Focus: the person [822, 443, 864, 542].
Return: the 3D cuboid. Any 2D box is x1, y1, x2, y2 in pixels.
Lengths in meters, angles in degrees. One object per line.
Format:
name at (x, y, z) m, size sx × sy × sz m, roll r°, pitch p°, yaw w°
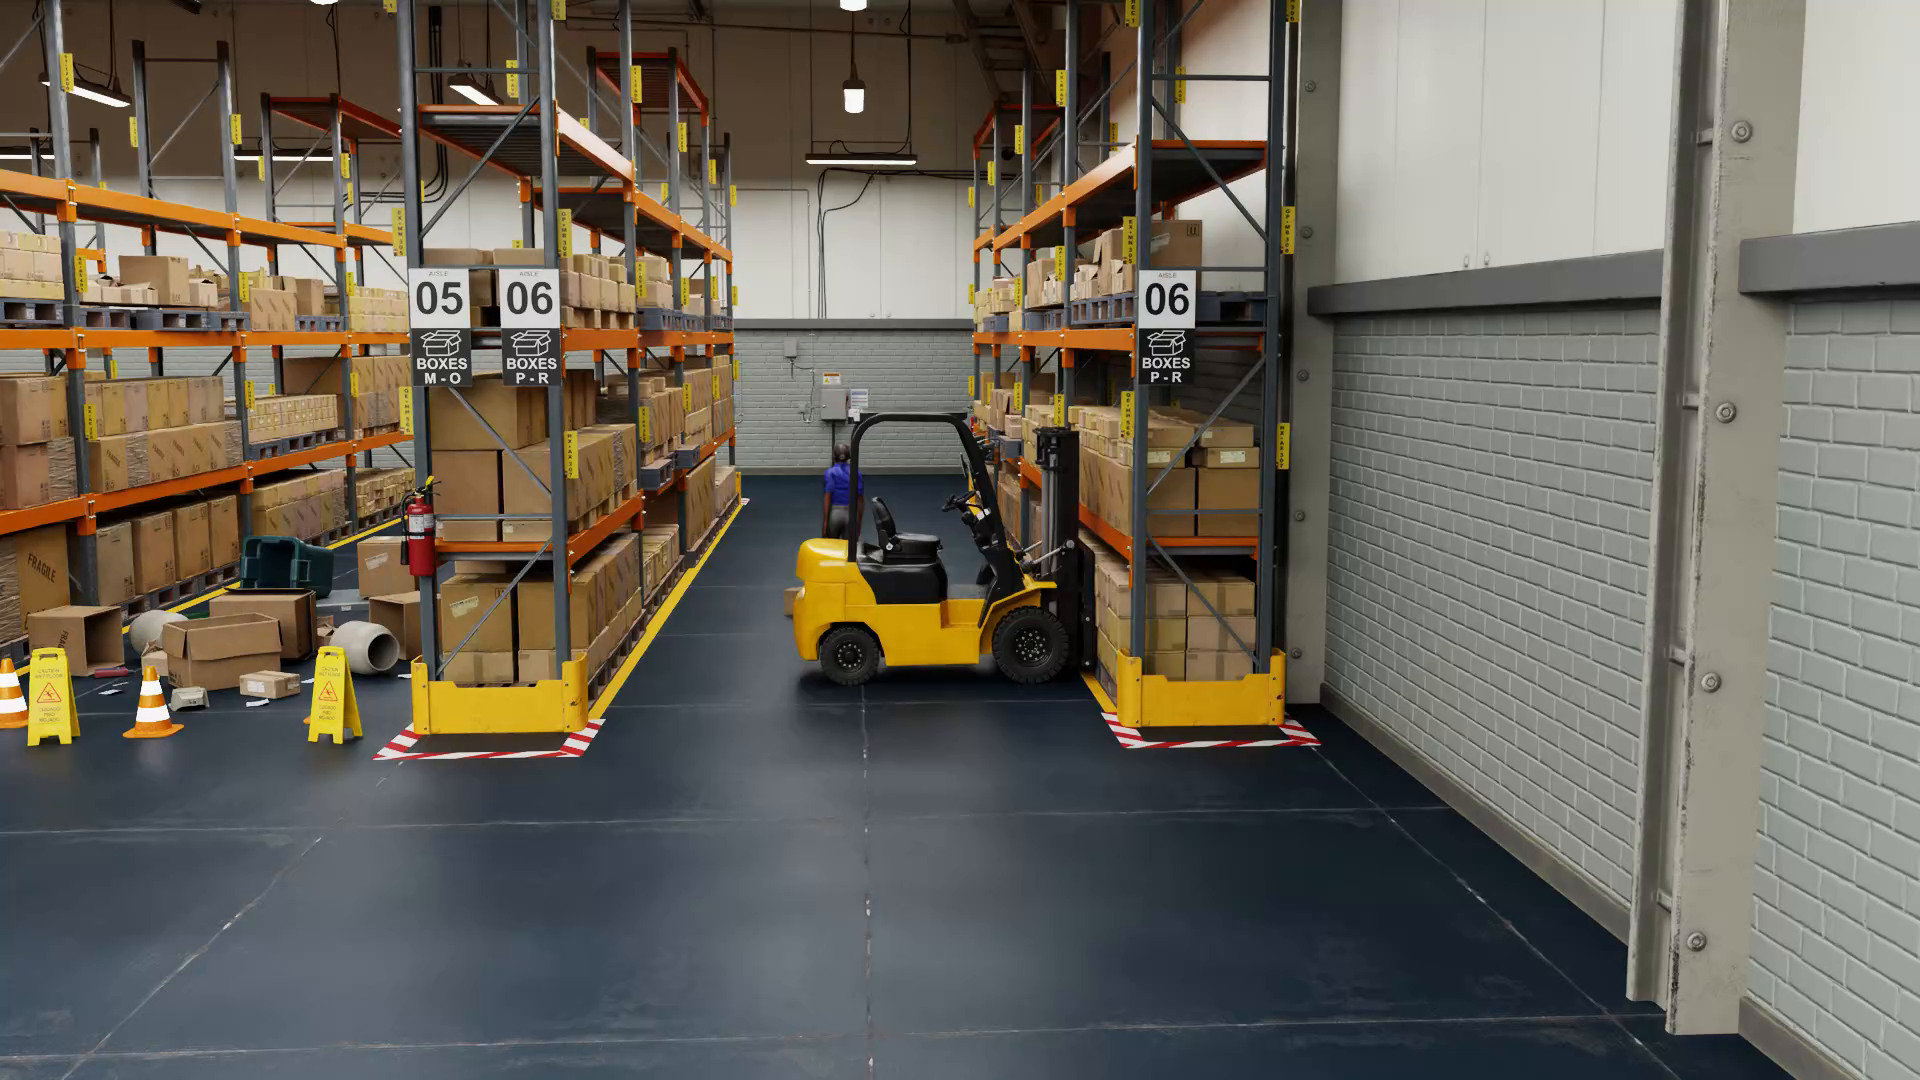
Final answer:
person at (-1.203, -0.147, 17.120) m, size 0.476 × 1.694 × 0.611 m, roll -2°, pitch 7°, yaw -18°
